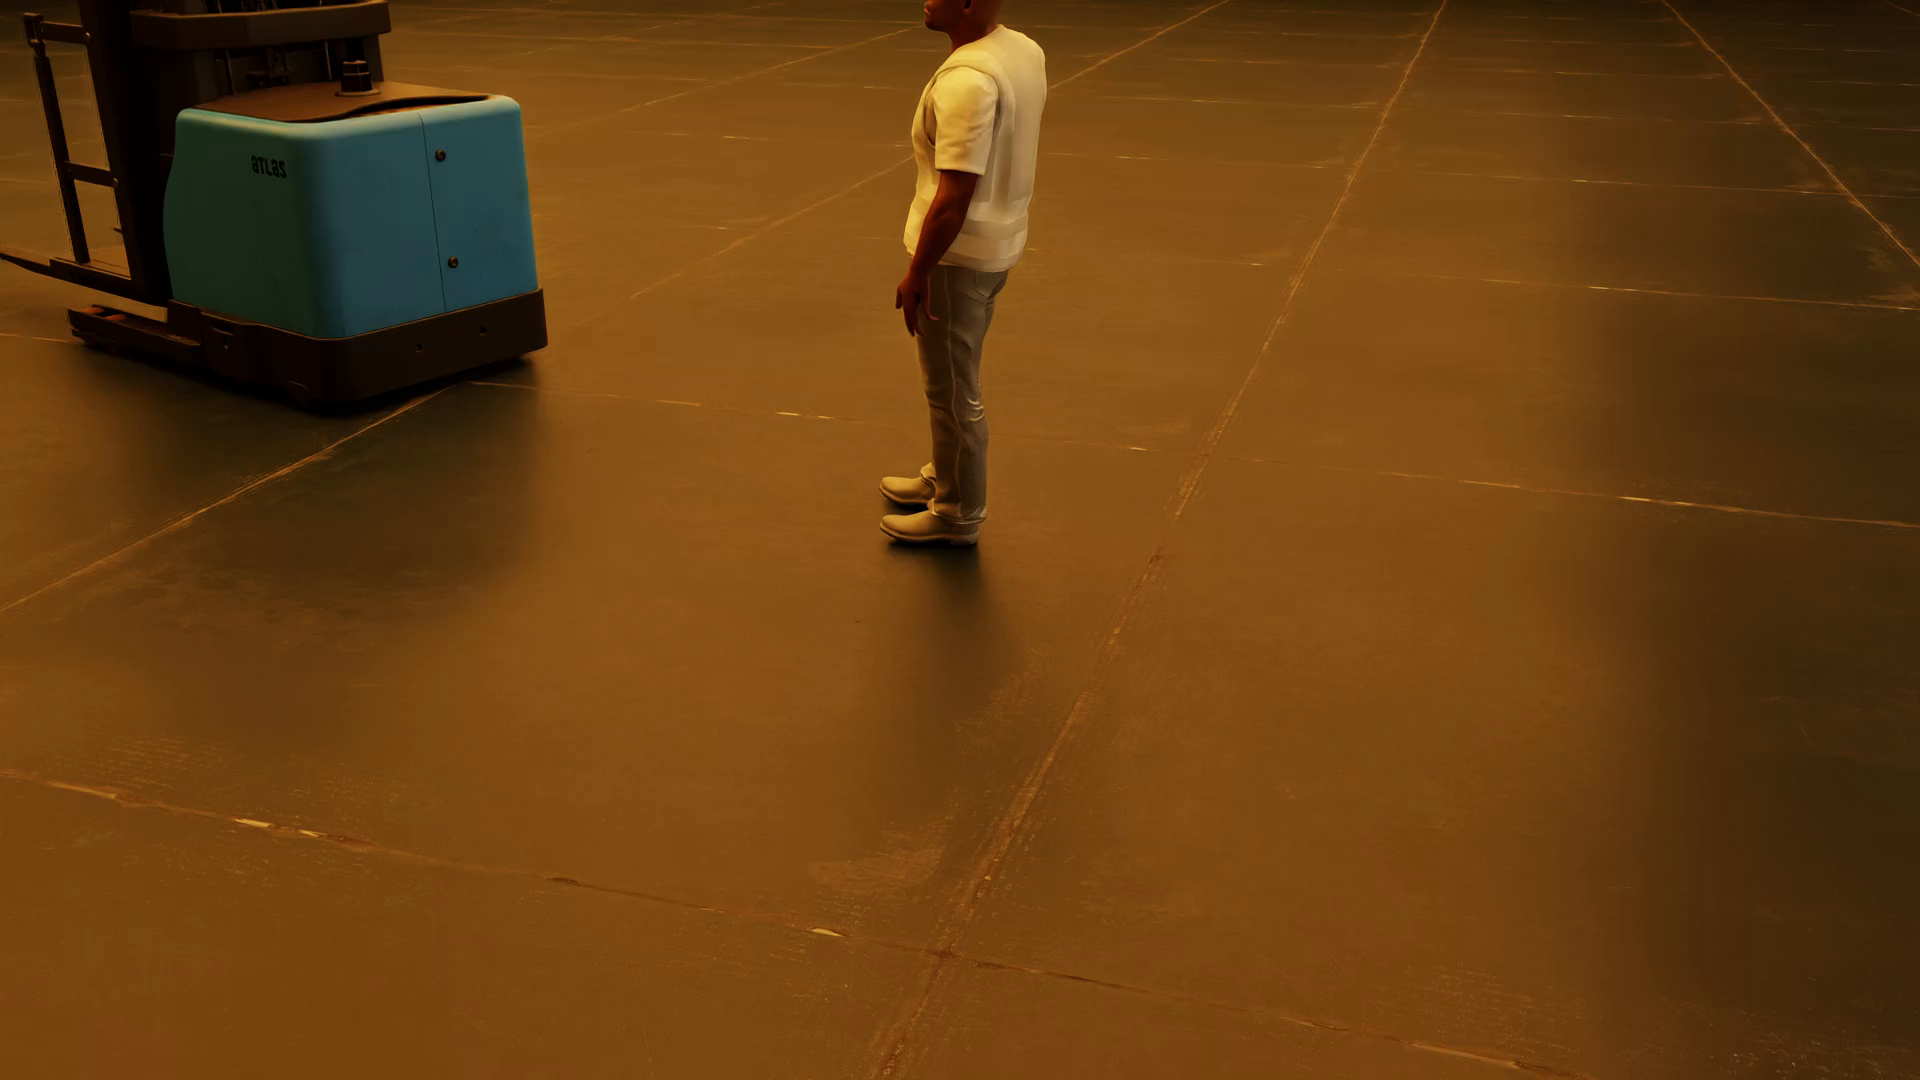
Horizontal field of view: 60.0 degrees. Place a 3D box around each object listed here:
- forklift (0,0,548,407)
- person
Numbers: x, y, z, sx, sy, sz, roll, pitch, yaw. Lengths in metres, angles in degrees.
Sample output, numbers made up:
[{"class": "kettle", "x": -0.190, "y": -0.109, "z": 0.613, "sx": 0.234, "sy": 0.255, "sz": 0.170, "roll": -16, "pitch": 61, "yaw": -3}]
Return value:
[{"class": "forklift", "x": -3.193, "y": -2.286, "z": 6.818, "sx": 3.031, "sy": 2.935, "sz": 1.130, "roll": 16, "pitch": 27, "yaw": 33}, {"class": "person", "x": -0.065, "y": -0.833, "z": 4.805, "sx": 0.575, "sy": 1.768, "sz": 0.665, "roll": 7, "pitch": 23, "yaw": 16}]
